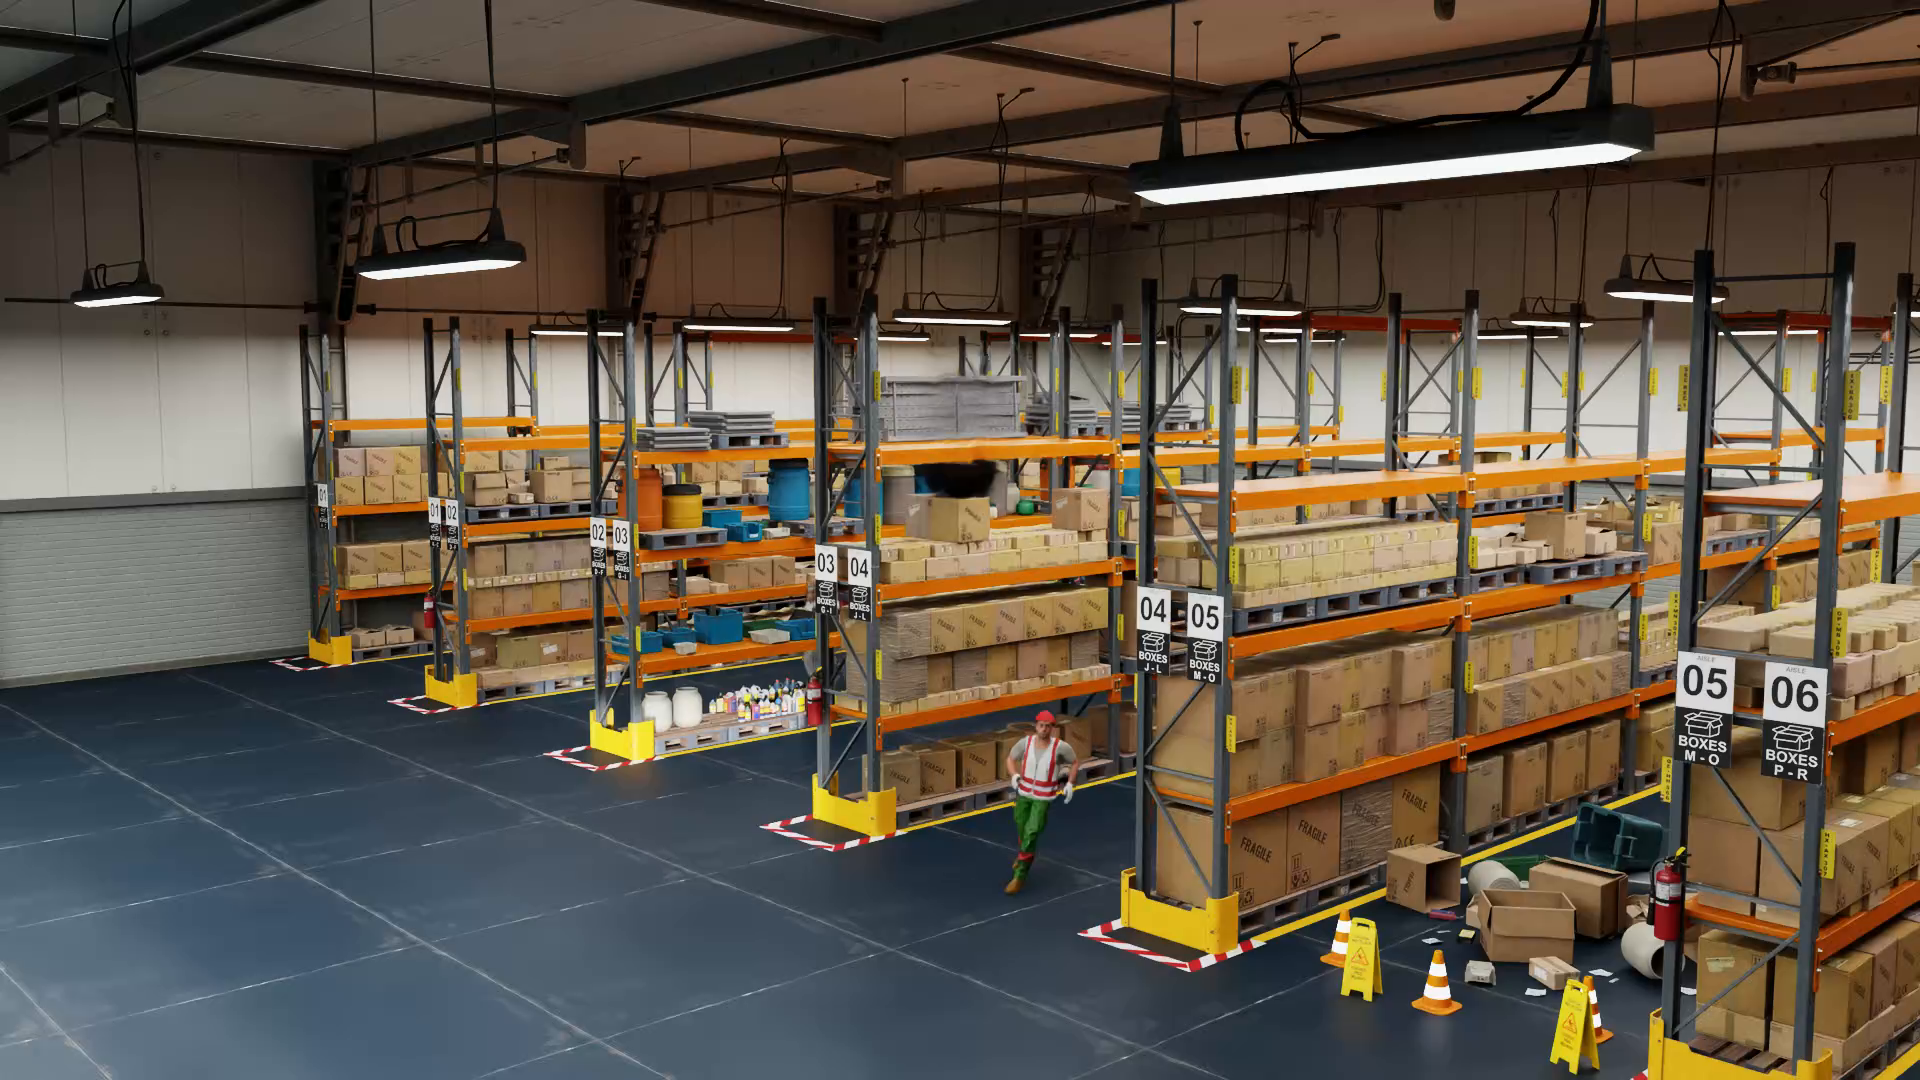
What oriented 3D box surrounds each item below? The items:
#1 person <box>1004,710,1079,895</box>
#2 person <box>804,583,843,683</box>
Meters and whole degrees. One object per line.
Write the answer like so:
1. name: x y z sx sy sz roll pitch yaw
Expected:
1. person: 0.770 2.586 16.697 0.725 1.772 0.966 2 6 22
2. person: -2.244 1.577 26.984 0.786 1.800 0.658 -6 8 -44
